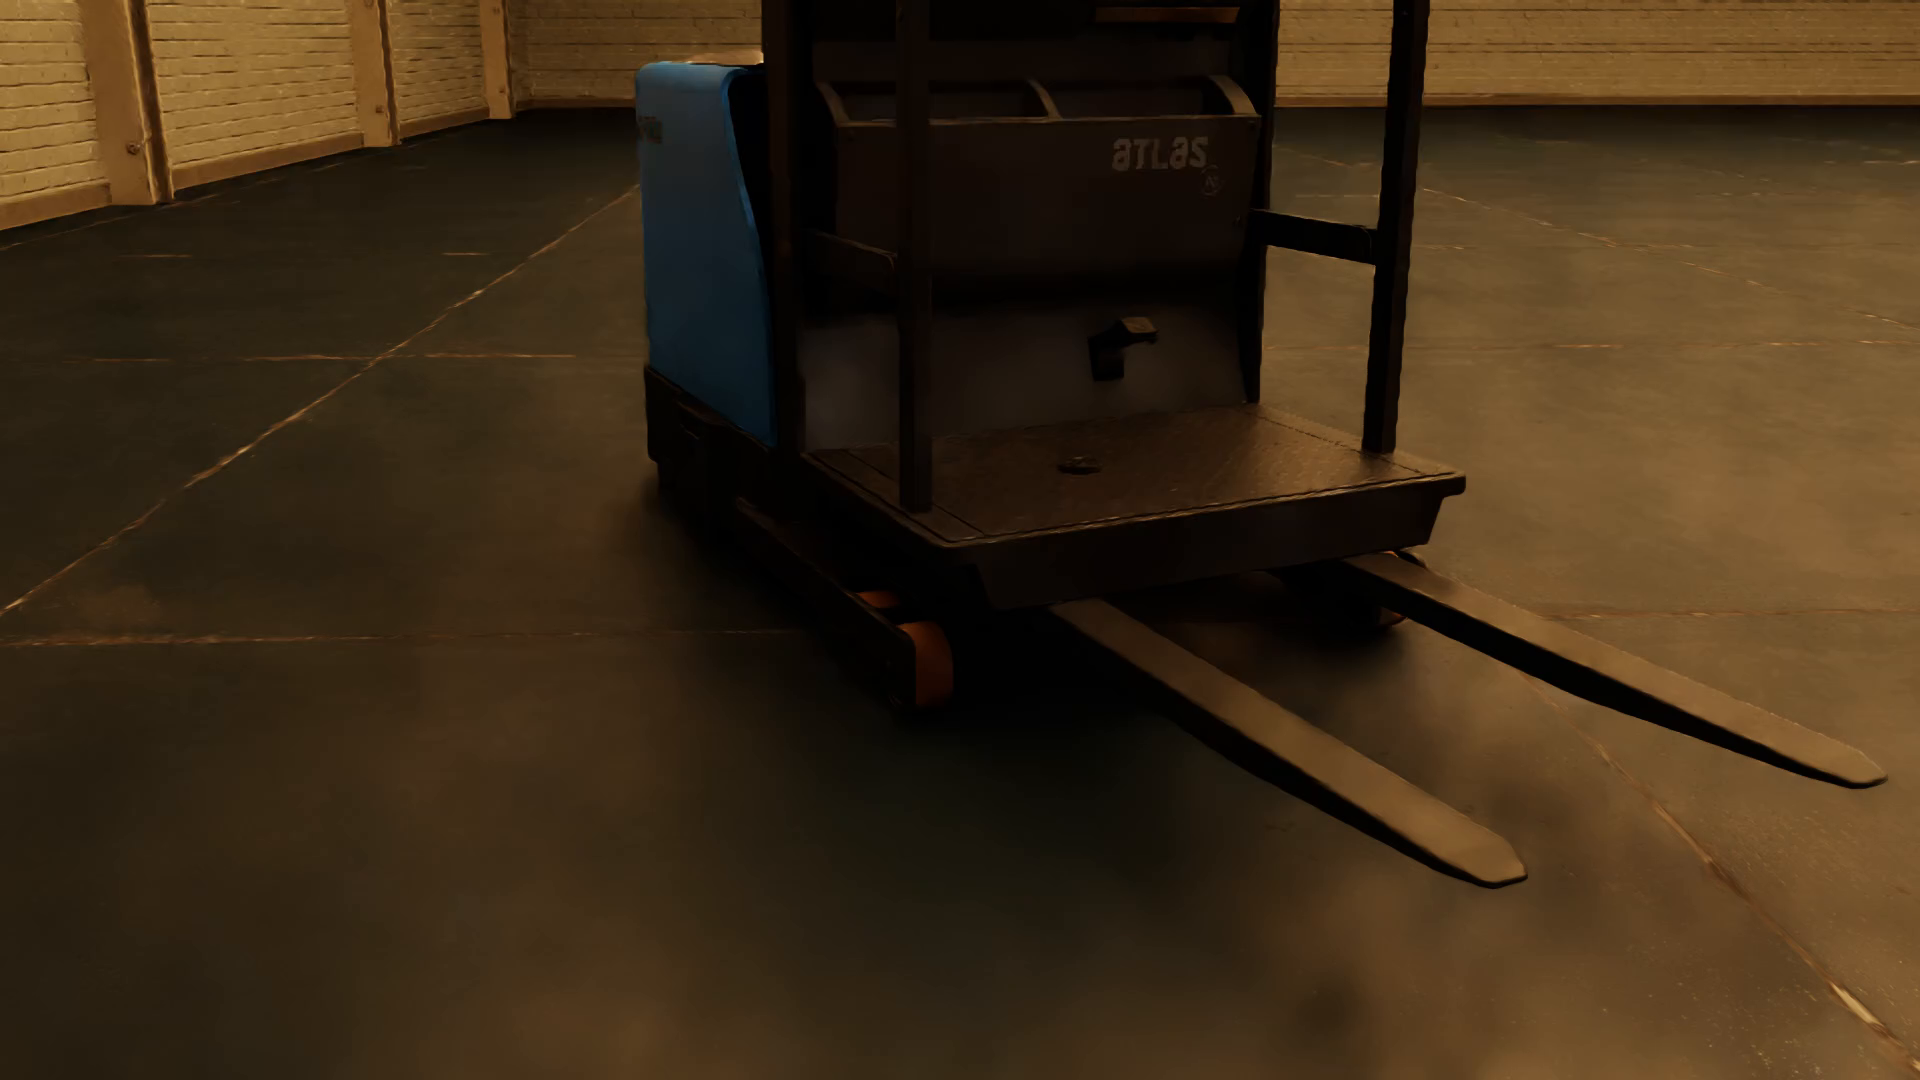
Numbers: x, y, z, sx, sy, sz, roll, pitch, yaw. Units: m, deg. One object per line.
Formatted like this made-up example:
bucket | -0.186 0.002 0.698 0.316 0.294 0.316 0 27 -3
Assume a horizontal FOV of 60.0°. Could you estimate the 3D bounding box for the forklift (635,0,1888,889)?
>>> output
forklift | 0.258 -1.240 2.962 1.130 2.935 3.031 -8 19 -24
